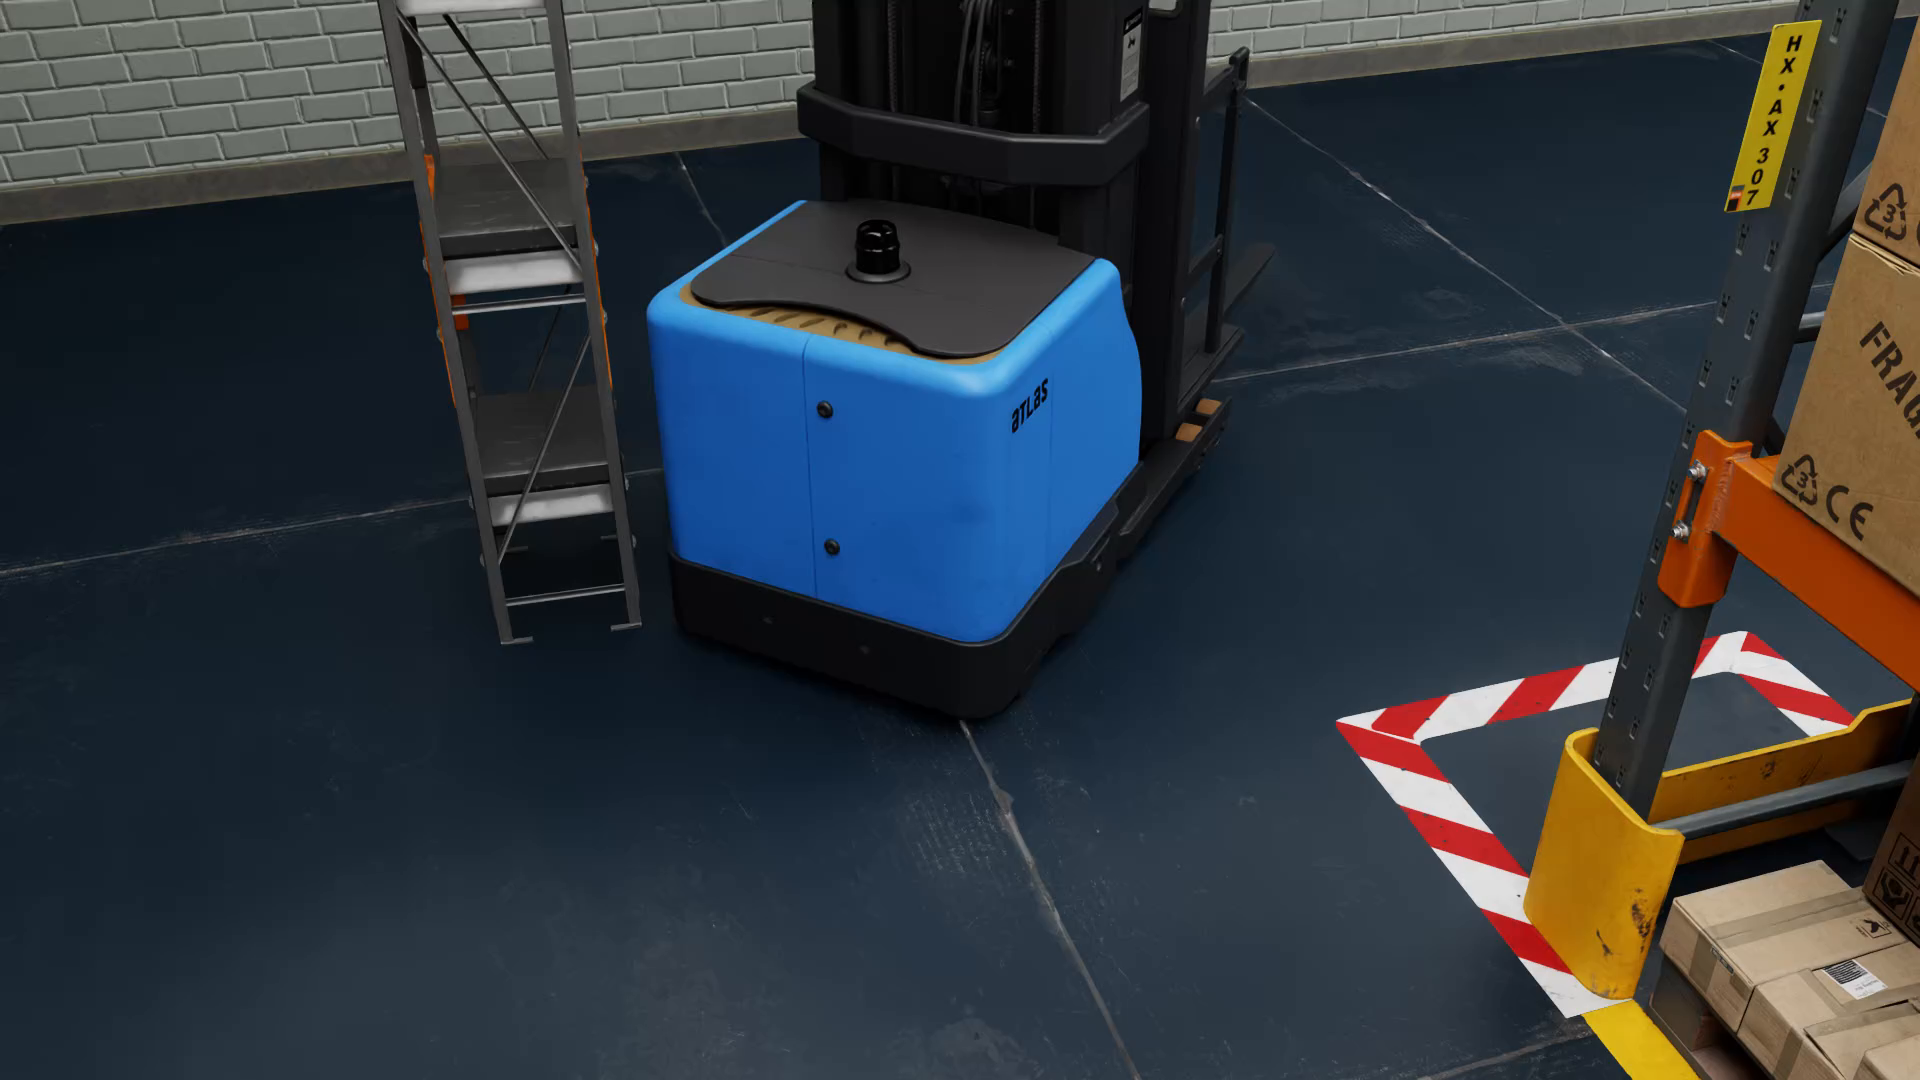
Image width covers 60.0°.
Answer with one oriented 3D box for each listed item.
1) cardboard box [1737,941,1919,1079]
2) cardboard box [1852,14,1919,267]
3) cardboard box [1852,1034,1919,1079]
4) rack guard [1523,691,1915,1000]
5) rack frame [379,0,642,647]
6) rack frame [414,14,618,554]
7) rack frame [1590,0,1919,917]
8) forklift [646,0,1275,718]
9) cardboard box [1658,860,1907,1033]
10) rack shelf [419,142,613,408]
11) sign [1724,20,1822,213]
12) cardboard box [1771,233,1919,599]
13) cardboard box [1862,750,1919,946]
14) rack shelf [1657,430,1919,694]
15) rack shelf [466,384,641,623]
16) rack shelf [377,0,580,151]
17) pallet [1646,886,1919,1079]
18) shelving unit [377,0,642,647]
[{"bbox_3d":[1.776,0.961,3.246,0.380,0.166,0.250,-10,35,-15],"label":"cardboard box"},{"bbox_3d":[1.784,-0.628,2.482,0.500,0.500,0.500,-9,35,-13],"label":"cardboard box"},{"bbox_3d":[1.948,1.113,2.940,0.500,0.250,0.500,-10,35,-15],"label":"cardboard box"},{"bbox_3d":[1.923,0.636,3.833,1.175,0.500,0.348,-10,35,-15],"label":"rack guard"},{"bbox_3d":[-1.126,-0.598,4.251,0.400,2.100,0.015,-8,34,-11],"label":"rack frame"},{"bbox_3d":[-1.241,-0.860,4.646,0.400,2.100,0.015,-8,34,-11],"label":"rack frame"},{"bbox_3d":[1.900,-0.446,3.205,1.000,3.000,0.127,-10,35,-15],"label":"rack frame"},{"bbox_3d":[0.283,-1.547,4.932,1.130,2.935,3.031,15,36,22],"label":"forklift"},{"bbox_3d":[1.700,0.837,3.449,0.380,0.149,0.250,-10,35,-15],"label":"cardboard box"},{"bbox_3d":[-1.183,-0.718,4.456,0.431,0.518,0.480,-8,34,-11],"label":"rack shelf"},{"bbox_3d":[1.383,-0.716,2.828,0.100,0.325,0.005,-10,35,-15],"label":"sign"},{"bbox_3d":[1.784,-0.211,2.757,0.500,0.500,0.500,-9,35,-14],"label":"cardboard box"},{"bbox_3d":[2.300,0.657,3.403,0.500,0.500,0.500,-10,35,-15],"label":"cardboard box"},{"bbox_3d":[2.510,0.904,1.814,1.077,0.370,4.000,-10,35,-15],"label":"rack shelf"},{"bbox_3d":[-1.183,-0.134,4.842,0.431,0.518,0.480,-8,34,-11],"label":"rack shelf"},{"bbox_3d":[-1.183,-1.302,4.070,0.431,0.518,0.480,-8,34,-11],"label":"rack shelf"},{"bbox_3d":[2.167,1.176,3.280,1.003,0.211,1.213,-10,35,-15],"label":"pallet"},{"bbox_3d":[-1.183,-0.729,4.449,0.431,2.100,0.503,-8,34,-11],"label":"shelving unit"}]
